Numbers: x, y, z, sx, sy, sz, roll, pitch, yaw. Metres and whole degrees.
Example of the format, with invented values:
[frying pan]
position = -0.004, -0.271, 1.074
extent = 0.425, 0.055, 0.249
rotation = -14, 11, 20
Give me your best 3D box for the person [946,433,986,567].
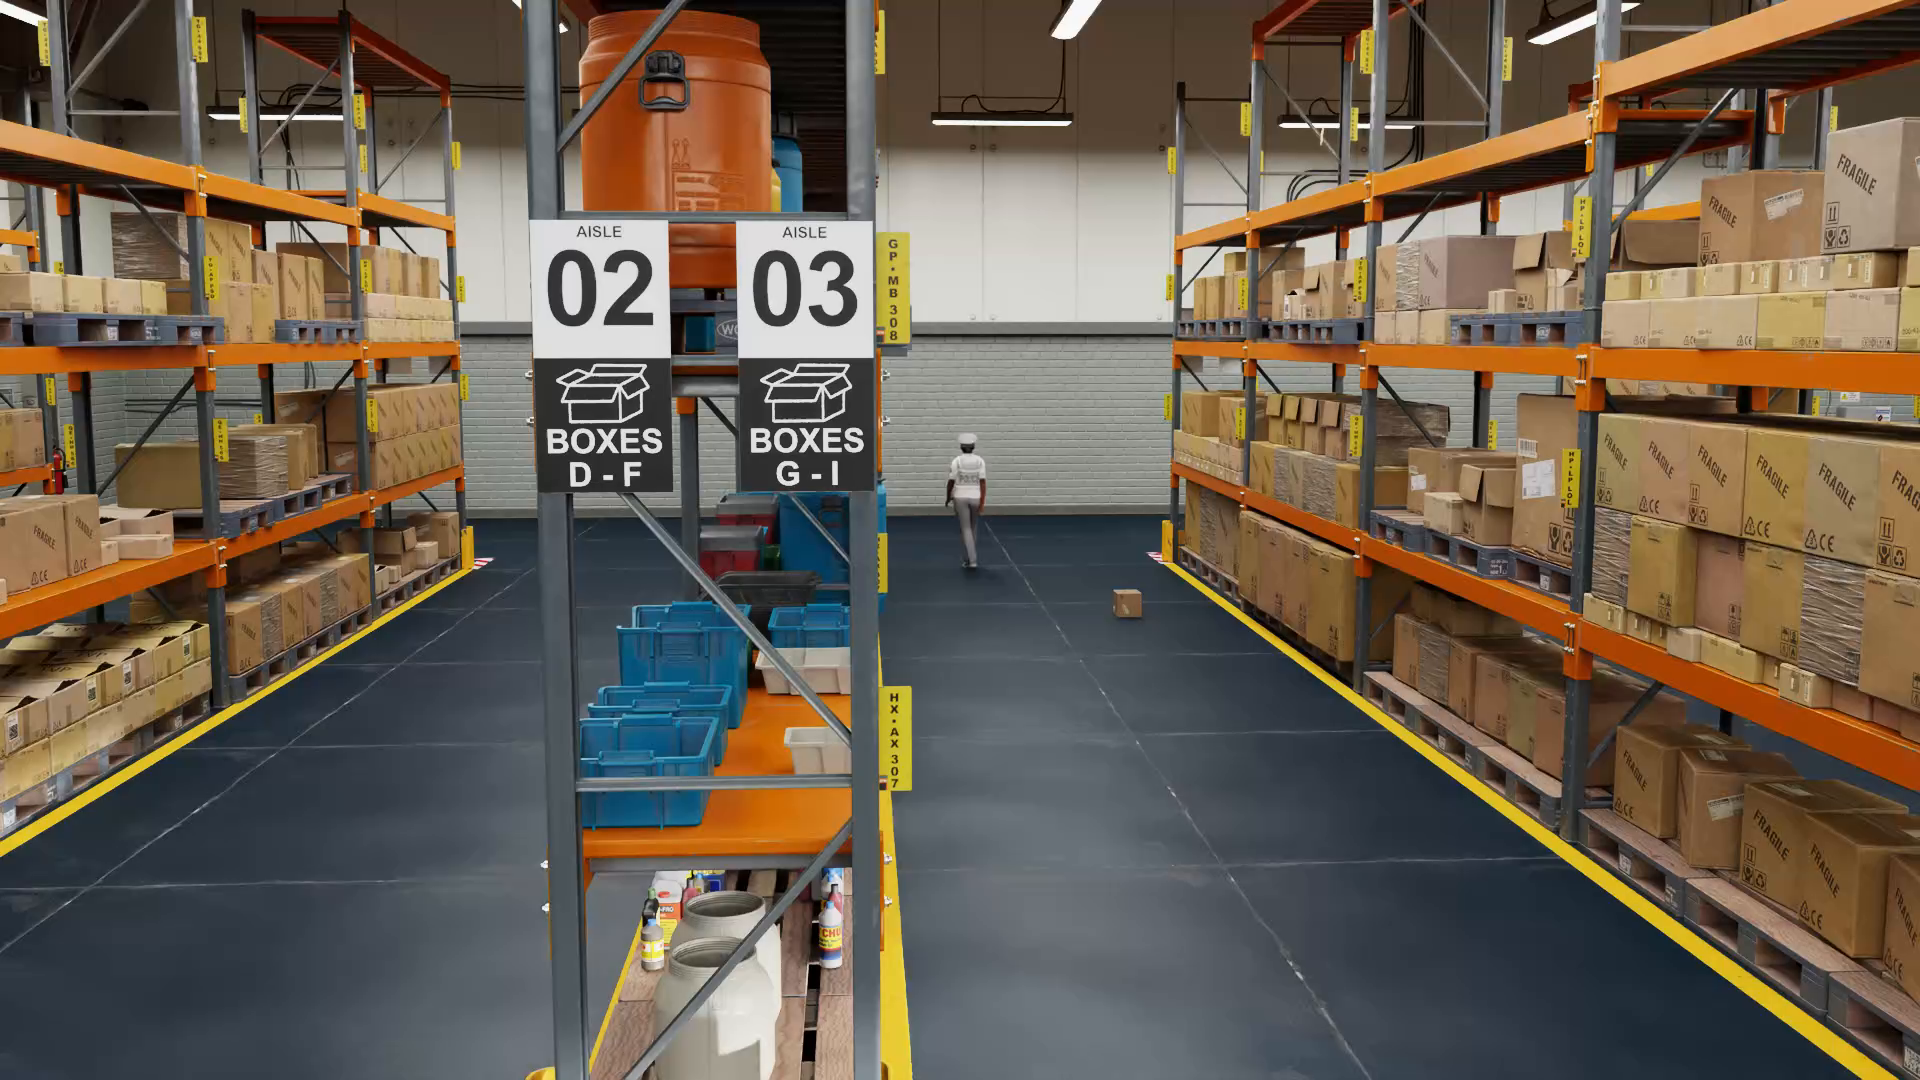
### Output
[person]
position = 0.046, -0.509, 20.691
extent = 0.449, 1.648, 0.914
rotation = -2, 7, -19
